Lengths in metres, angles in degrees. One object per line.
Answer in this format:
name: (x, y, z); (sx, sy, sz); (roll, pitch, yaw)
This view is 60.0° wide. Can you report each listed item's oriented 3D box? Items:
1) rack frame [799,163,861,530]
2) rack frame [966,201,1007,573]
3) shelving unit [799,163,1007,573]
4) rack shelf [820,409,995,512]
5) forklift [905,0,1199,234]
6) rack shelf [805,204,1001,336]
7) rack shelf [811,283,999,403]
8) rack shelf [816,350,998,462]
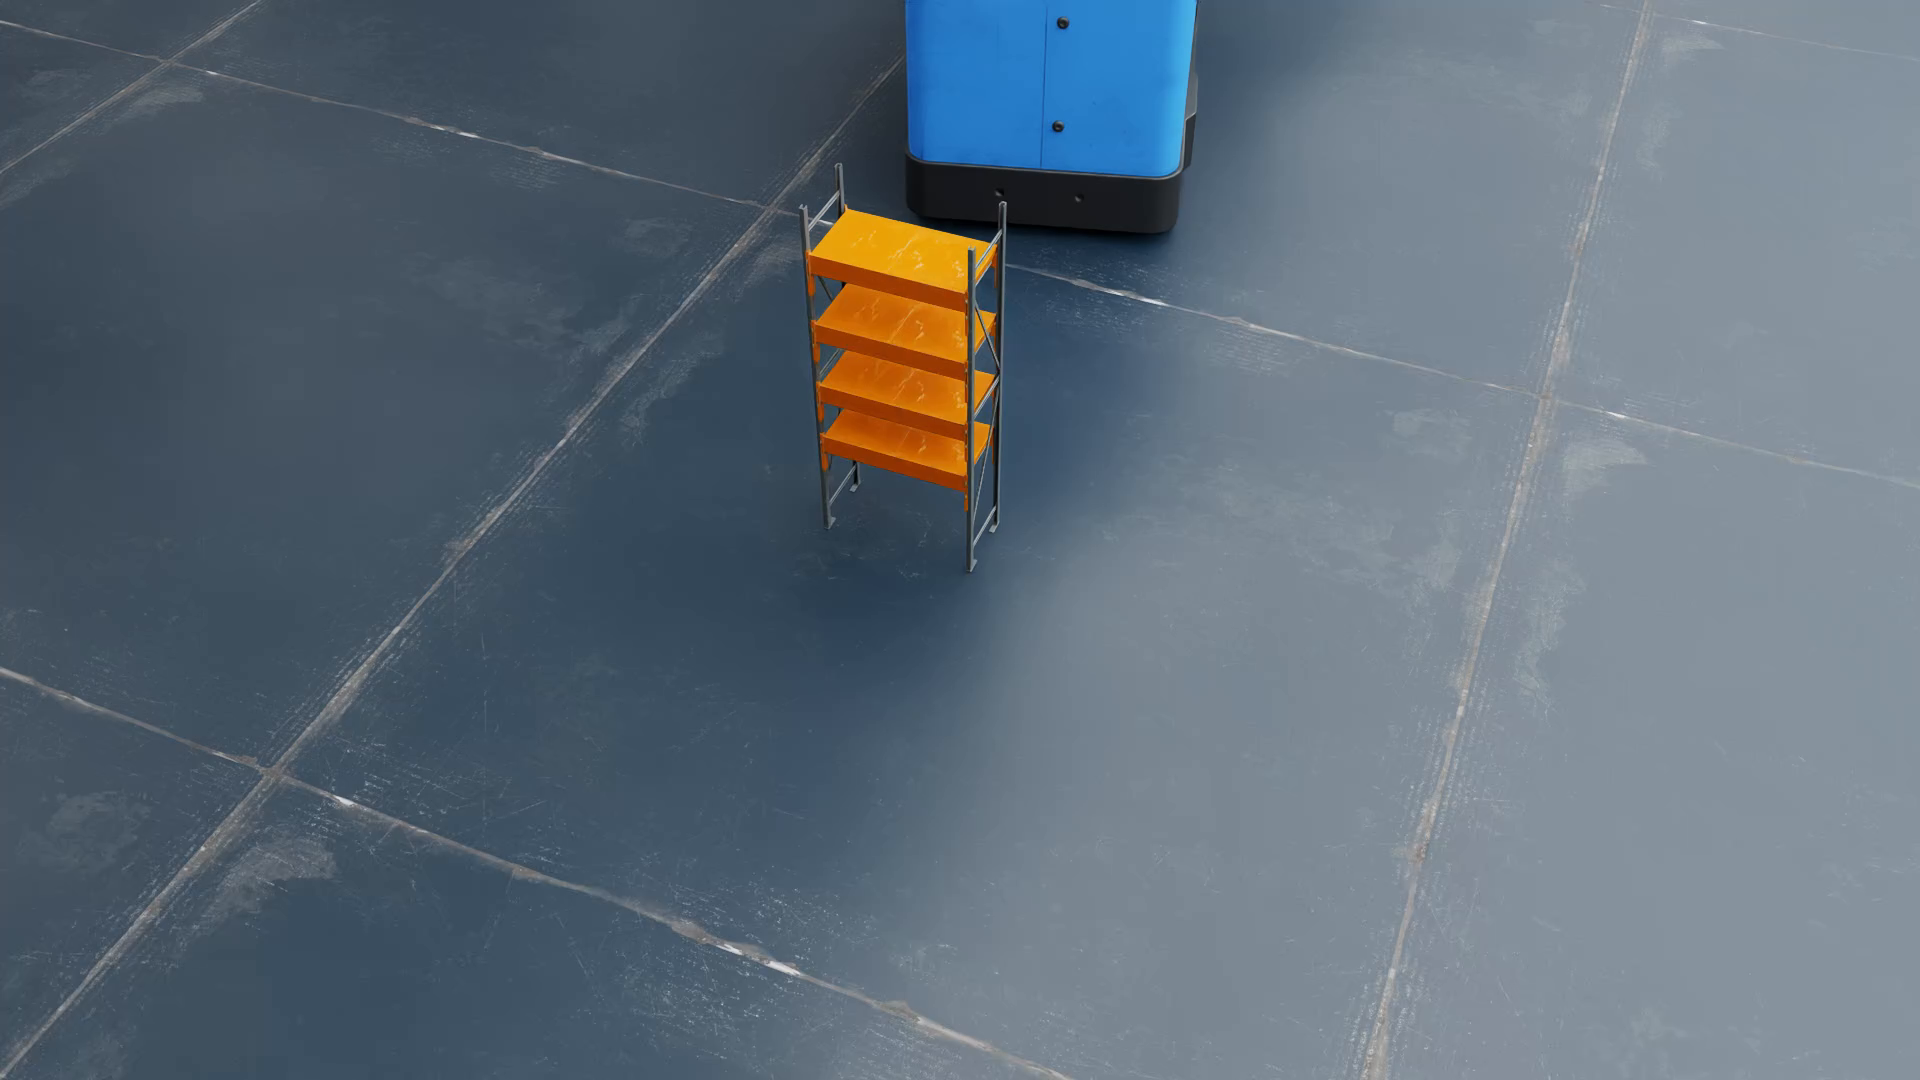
rack frame: (-0.378, -0.537, 4.939); (0.015, 1.200, 0.240); (16, 47, 16)
rack frame: (0.072, -0.404, 4.805); (0.015, 1.200, 0.240); (16, 47, 16)
shelving unit: (-0.153, -0.470, 4.872); (0.503, 1.200, 0.258); (16, 47, 16)
rack shelf: (-0.153, -0.282, 5.059); (0.480, 0.148, 0.258); (16, 47, 16)
forklift: (0.493, -3.249, 6.437); (1.130, 2.935, 3.031); (5, 45, 5)
rack shelf: (-0.153, -0.749, 4.595); (0.480, 0.148, 0.258); (16, 47, 16)
rack shelf: (-0.153, -0.581, 4.762); (0.480, 0.148, 0.258); (16, 47, 16)
rack shelf: (-0.153, -0.423, 4.919); (0.480, 0.148, 0.258); (16, 47, 16)
